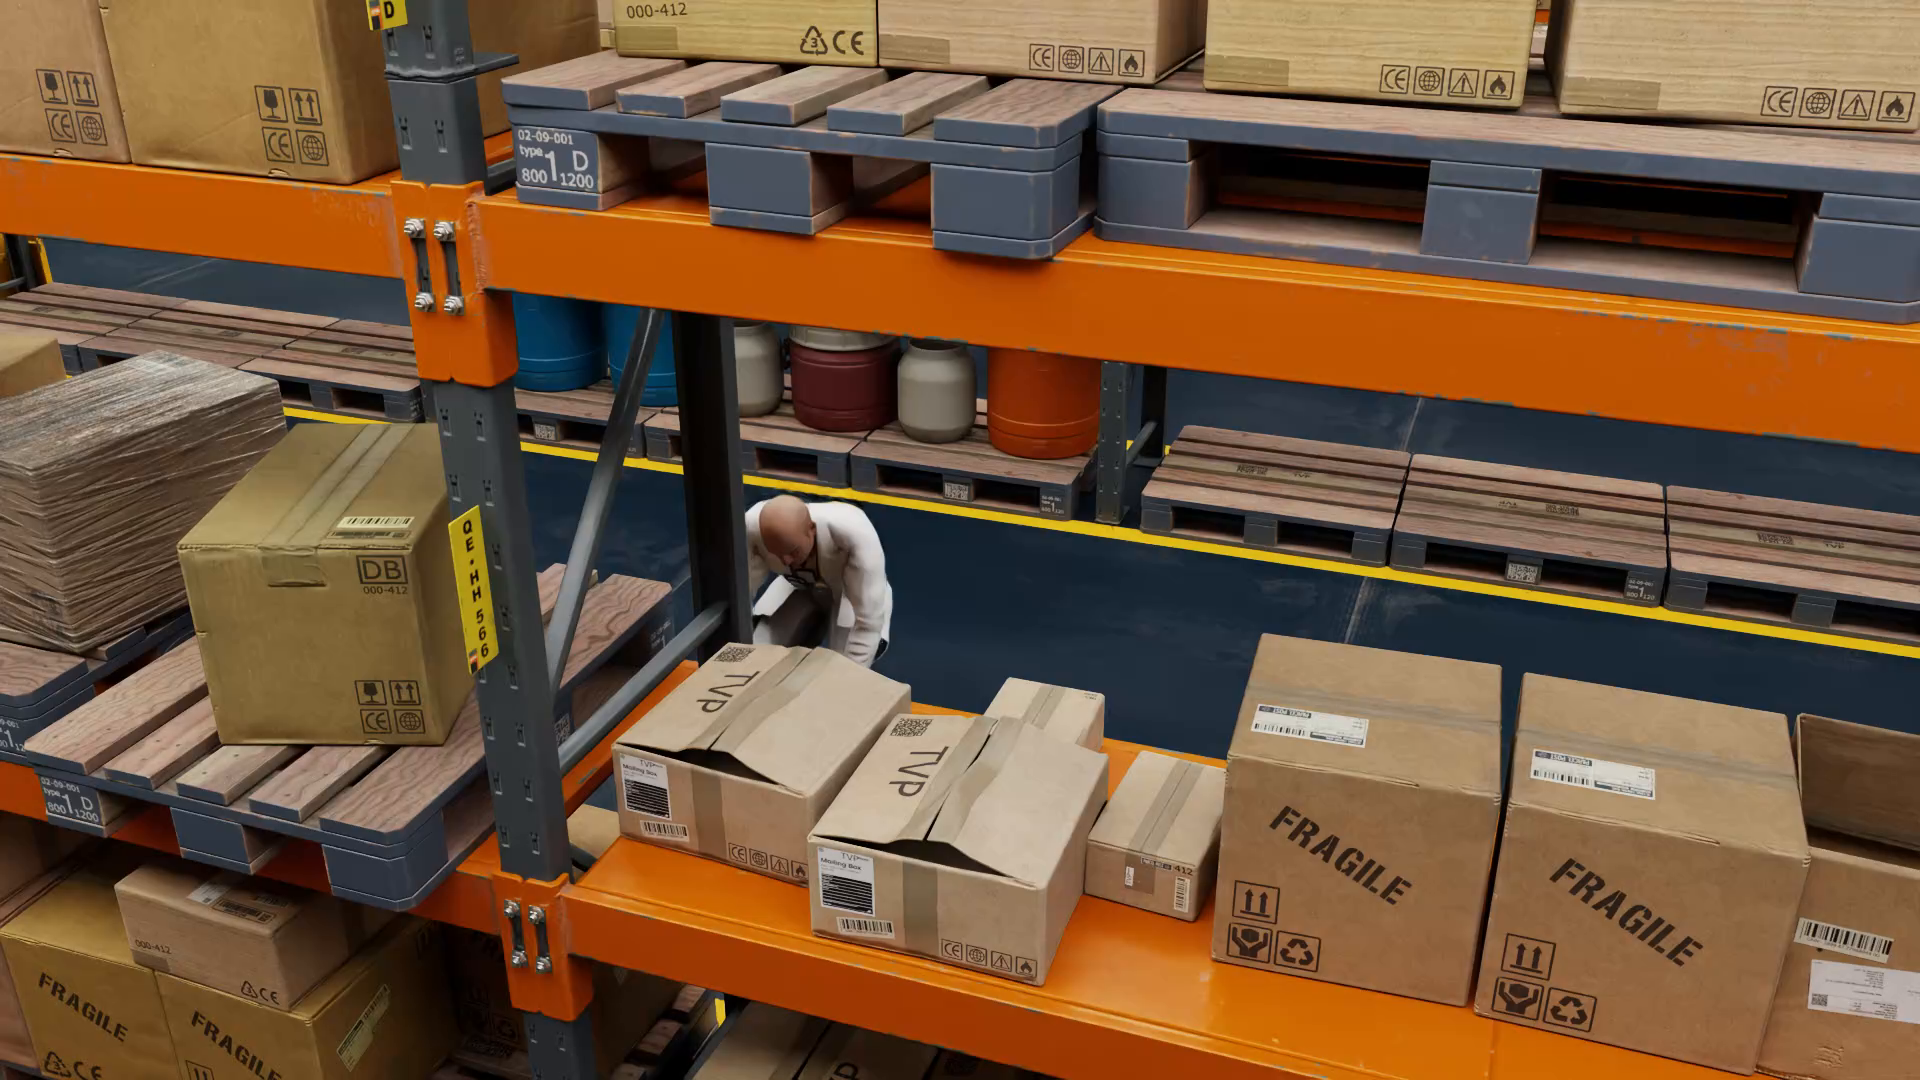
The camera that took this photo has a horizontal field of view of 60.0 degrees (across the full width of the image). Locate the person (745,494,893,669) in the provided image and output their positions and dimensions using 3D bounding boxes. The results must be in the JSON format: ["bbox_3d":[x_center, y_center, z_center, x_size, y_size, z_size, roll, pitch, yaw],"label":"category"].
[{"bbox_3d":[-0.520,0.299,6.117,0.631,1.249,0.785,9,27,18],"label":"person"}]
